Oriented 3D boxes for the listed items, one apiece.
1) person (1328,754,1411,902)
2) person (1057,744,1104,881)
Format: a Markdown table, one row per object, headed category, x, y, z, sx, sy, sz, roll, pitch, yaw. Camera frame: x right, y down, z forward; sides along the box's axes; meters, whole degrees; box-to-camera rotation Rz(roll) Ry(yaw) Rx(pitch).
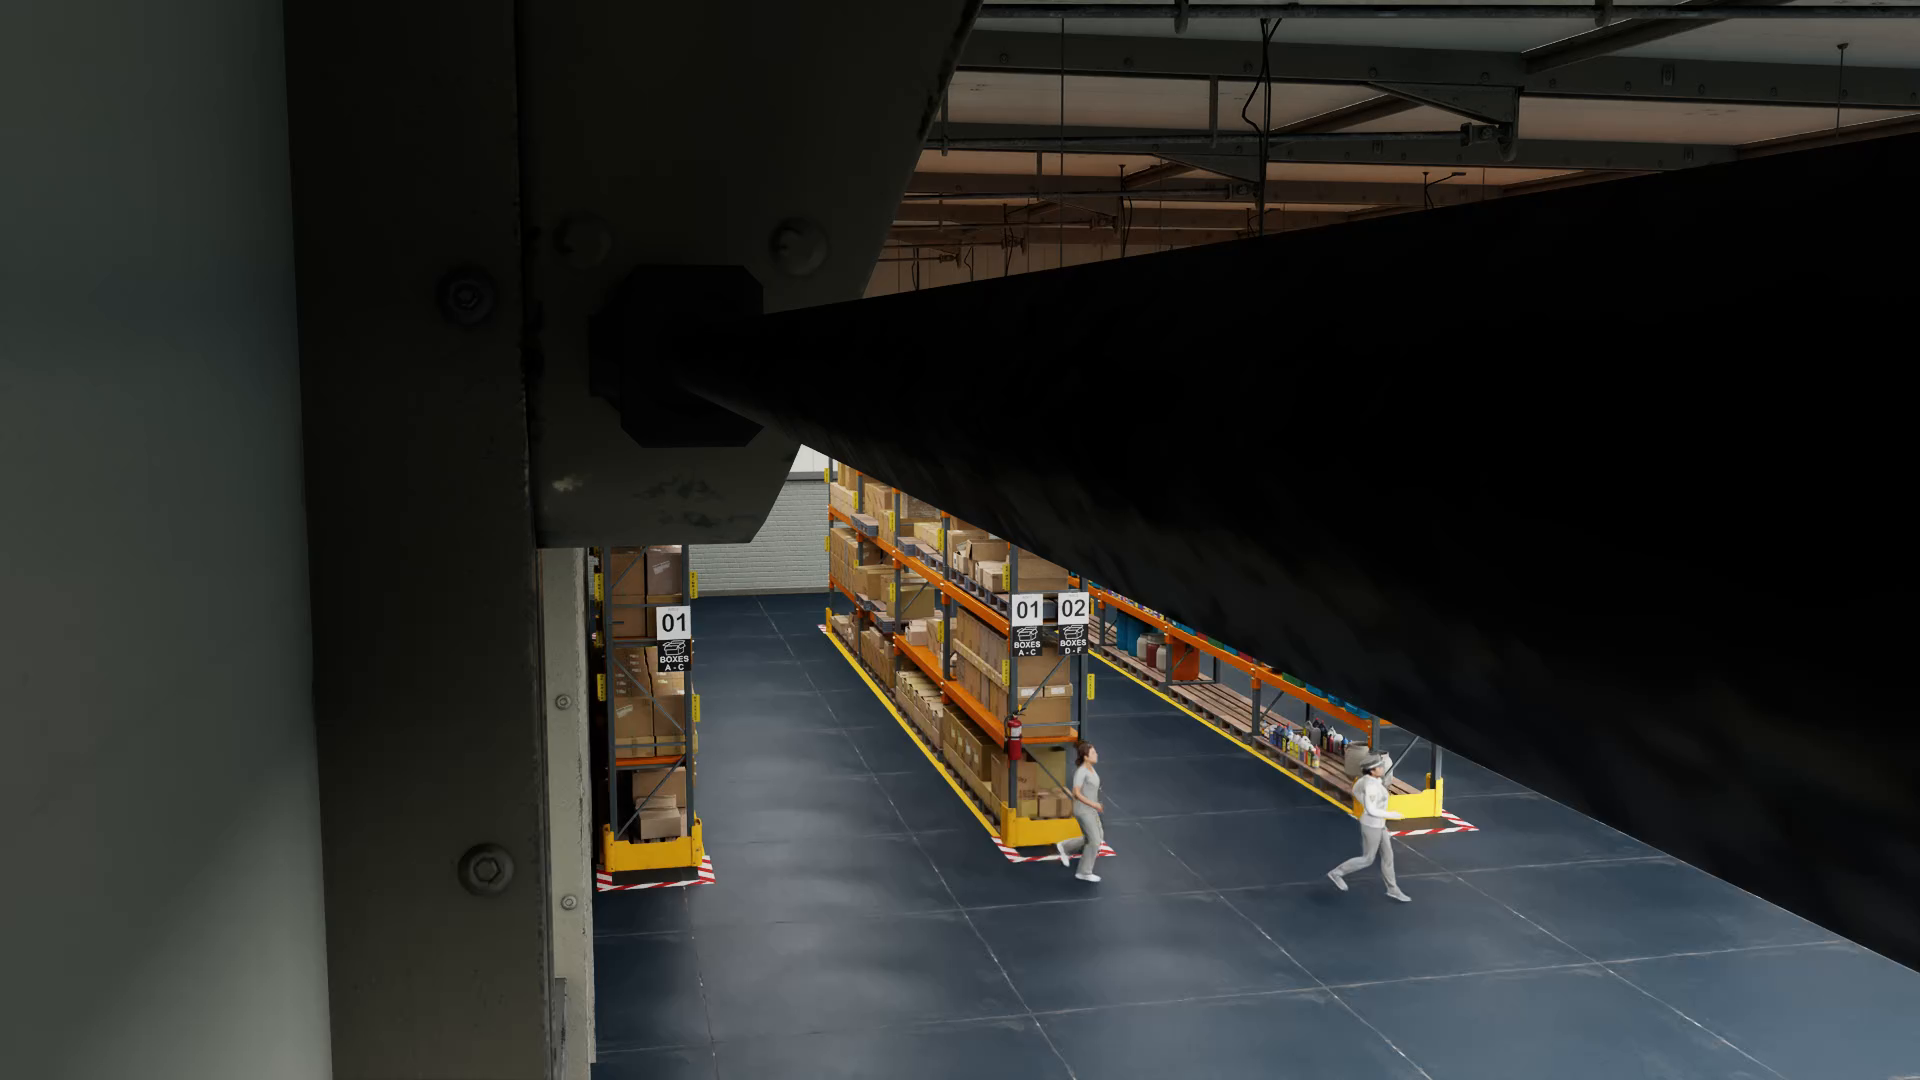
| category | x | y | z | sx | sy | sz | roll | pitch | yaw |
| --- | --- | --- | --- | --- | --- | --- | --- | --- | --- |
| person | 4.669 | 3.258 | 18.881 | 0.932 | 1.703 | 0.628 | 2 | 7 | 16 |
| person | 1.443 | 3.210 | 19.712 | 0.618 | 1.636 | 0.608 | 2 | 7 | 20 |
